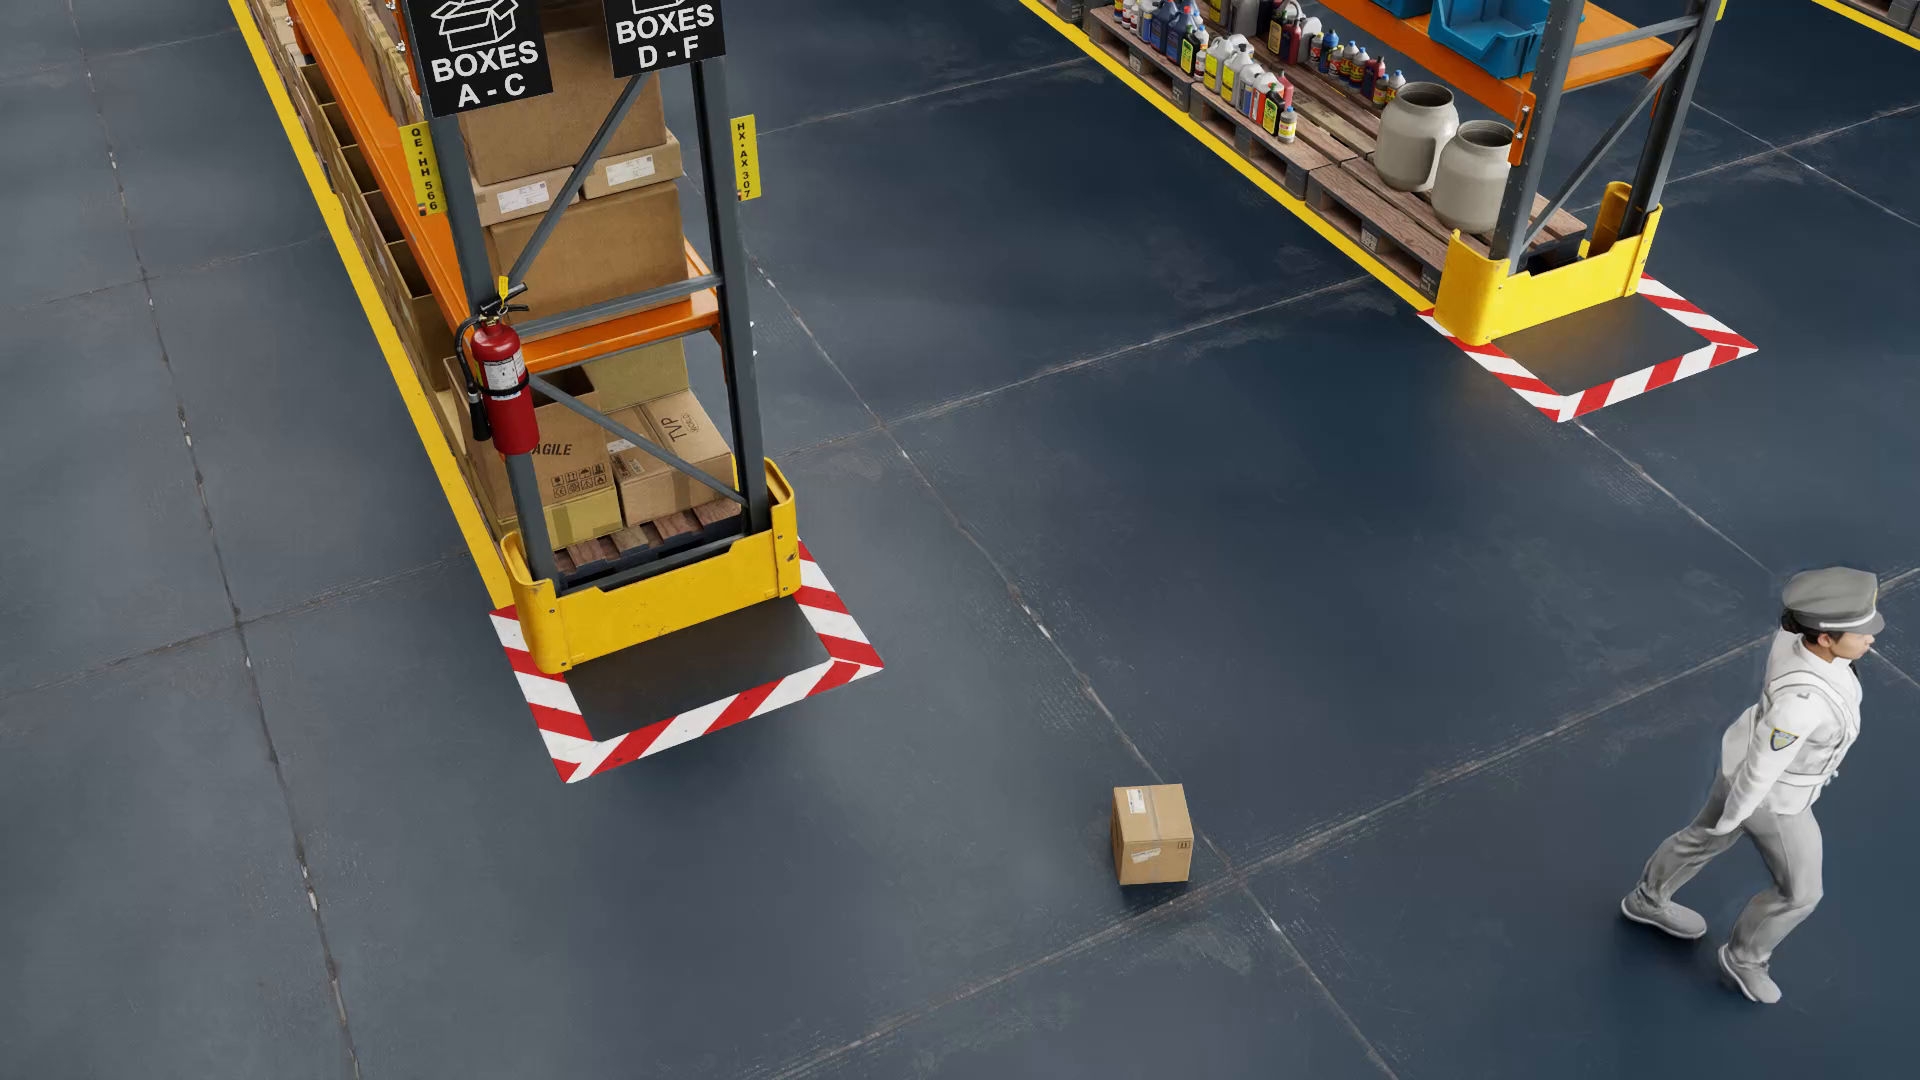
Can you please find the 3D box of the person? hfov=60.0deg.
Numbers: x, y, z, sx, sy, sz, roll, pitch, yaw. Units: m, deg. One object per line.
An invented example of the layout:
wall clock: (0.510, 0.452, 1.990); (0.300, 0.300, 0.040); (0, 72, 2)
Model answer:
person: (2.593, 0.783, 5.276); (0.552, 1.756, 0.482); (13, 43, 15)
